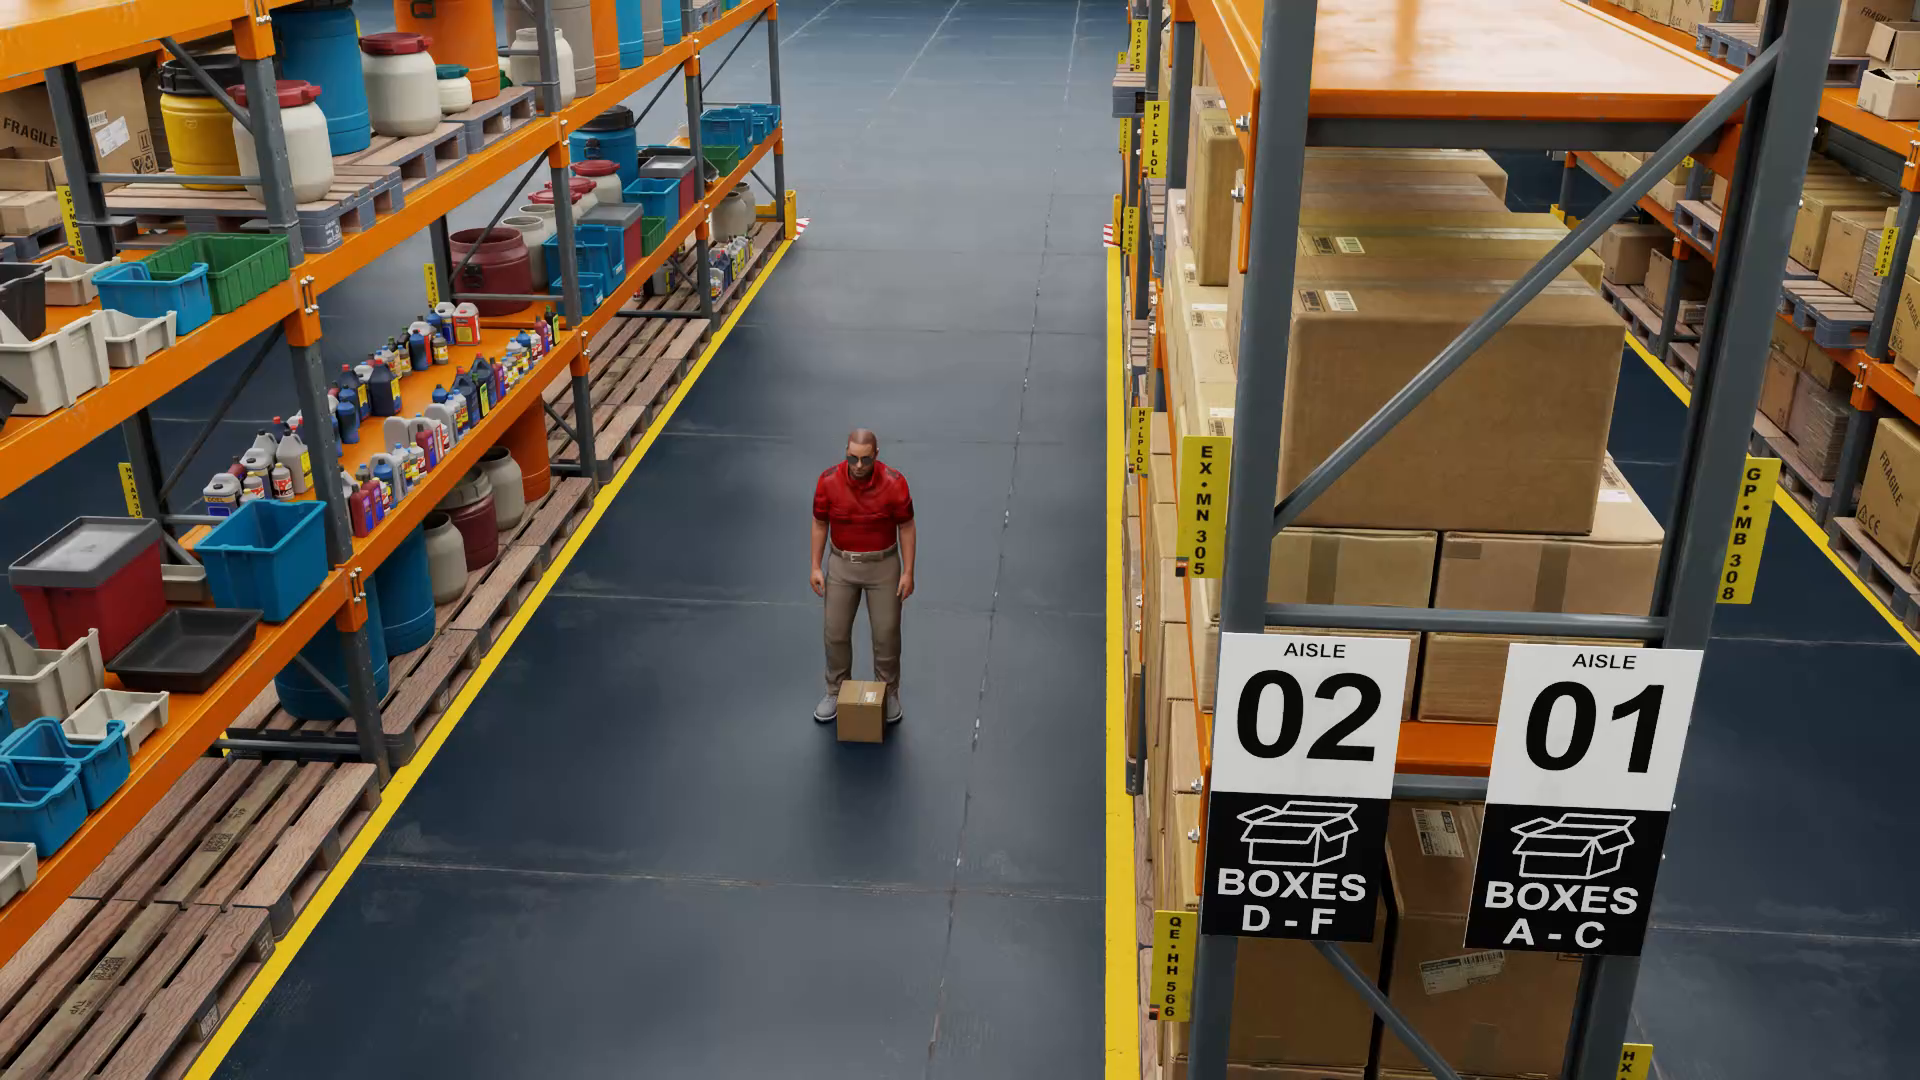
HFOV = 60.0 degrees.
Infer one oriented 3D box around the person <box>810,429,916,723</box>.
[{"bbox_3d":[-0.538,0.181,9.221,0.587,1.727,0.394,2,24,4],"label":"person"}]
